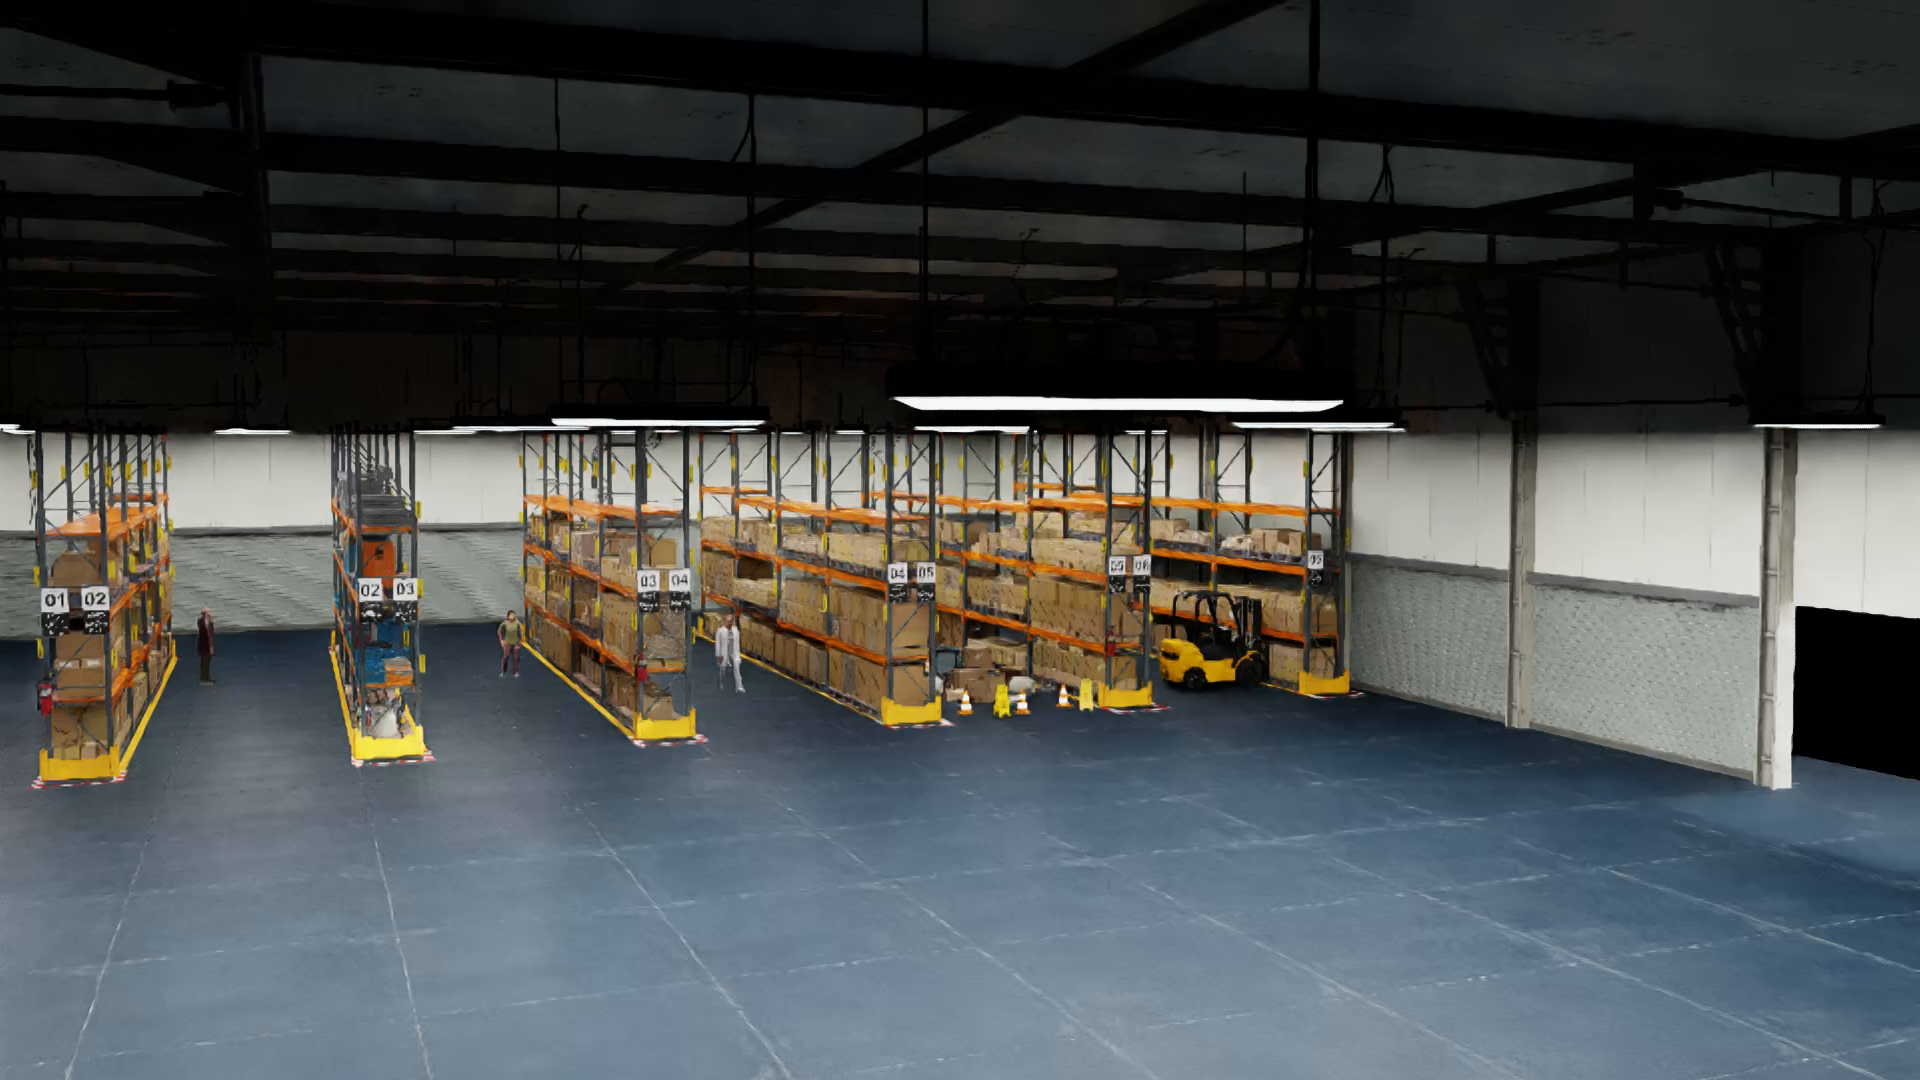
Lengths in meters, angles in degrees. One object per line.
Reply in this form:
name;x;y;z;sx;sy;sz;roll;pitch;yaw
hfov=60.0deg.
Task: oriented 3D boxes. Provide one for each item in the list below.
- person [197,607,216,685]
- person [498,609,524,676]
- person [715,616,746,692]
person;-17.318;2.419;38.275;0.447;1.784;0.678;-3;5;-40
person;-10.690;2.448;39.582;0.598;1.618;0.507;-2;4;-24
person;-5.164;2.530;37.122;0.601;1.694;1.187;-2;4;-24
